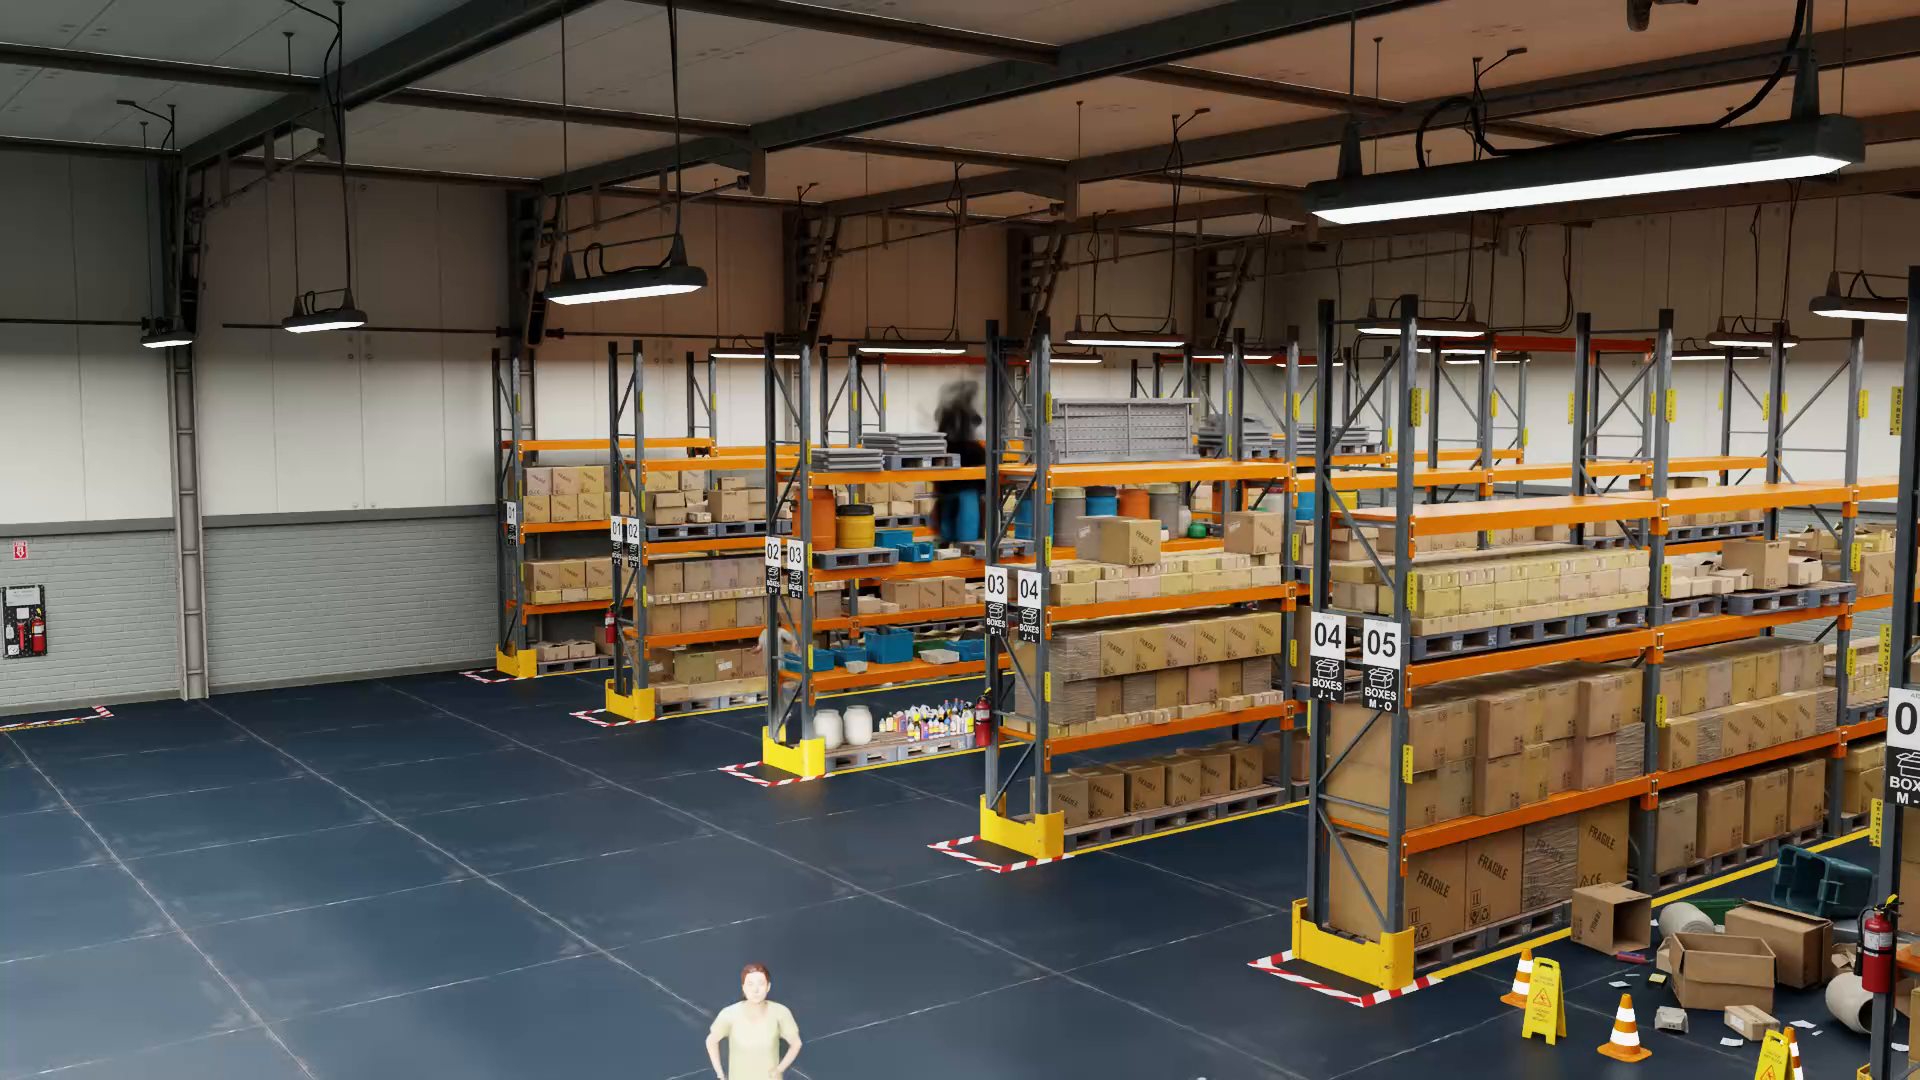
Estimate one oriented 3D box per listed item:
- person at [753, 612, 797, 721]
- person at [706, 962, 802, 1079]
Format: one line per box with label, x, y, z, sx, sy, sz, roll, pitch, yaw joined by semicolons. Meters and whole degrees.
person;-2.743;1.925;24.466;0.585;1.784;0.708;5;7;42
person;-1.283;3.444;10.430;0.596;1.626;0.598;-1;5;-11
